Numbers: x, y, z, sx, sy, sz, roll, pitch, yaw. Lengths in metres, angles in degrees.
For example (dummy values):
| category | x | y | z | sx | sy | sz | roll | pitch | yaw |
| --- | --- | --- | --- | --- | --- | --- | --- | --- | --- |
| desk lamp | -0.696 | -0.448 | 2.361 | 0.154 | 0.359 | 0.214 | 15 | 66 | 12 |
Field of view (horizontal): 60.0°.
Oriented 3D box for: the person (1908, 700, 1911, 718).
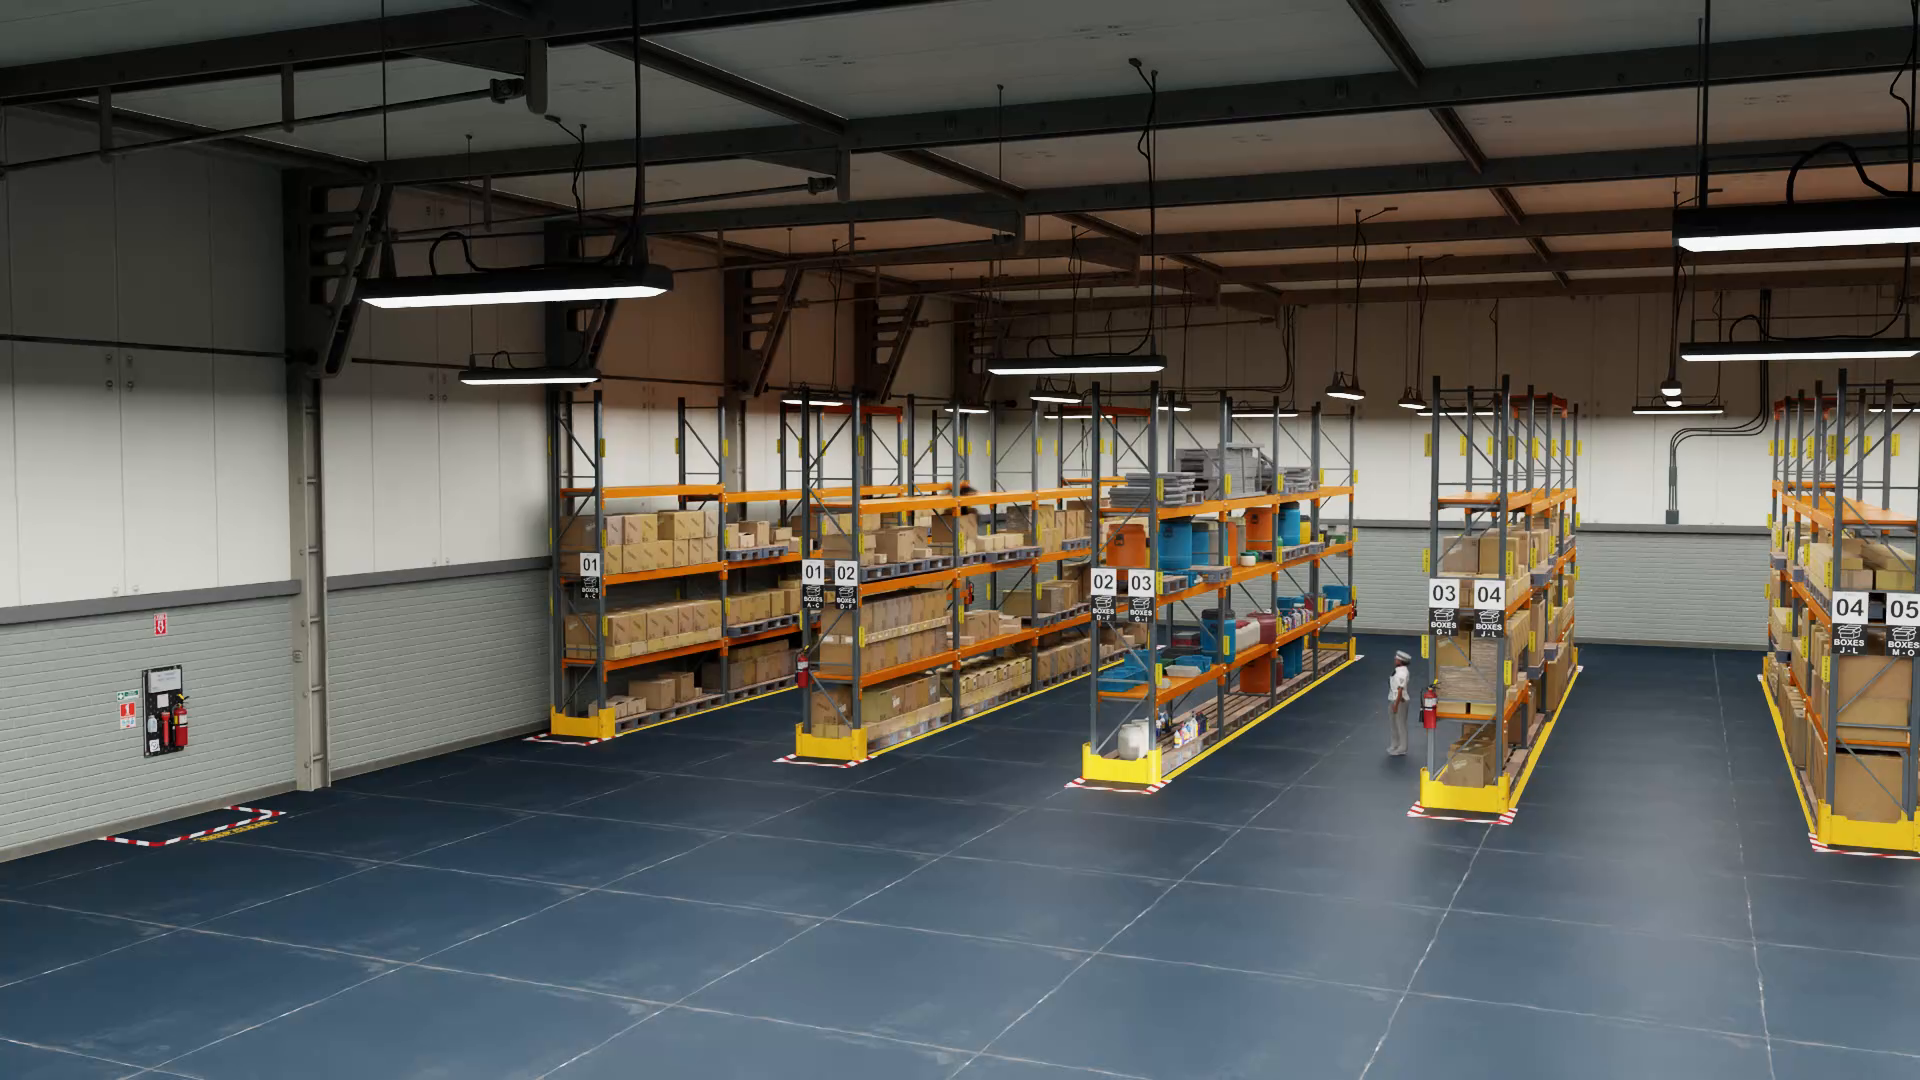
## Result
| category | x | y | z | sx | sy | sz | roll | pitch | yaw |
| --- | --- | --- | --- | --- | --- | --- | --- | --- | --- |
| person | 17.720 | 2.441 | 30.872 | 0.476 | 1.727 | 0.565 | 3 | 4 | 44 |

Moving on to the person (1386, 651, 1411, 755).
| category | x | y | z | sx | sy | sz | roll | pitch | yaw |
| --- | --- | --- | --- | --- | --- | --- | --- | --- | --- |
| person | 7.173 | 2.659 | 27.250 | 0.394 | 1.691 | 0.483 | 0 | 3 | -8 |
